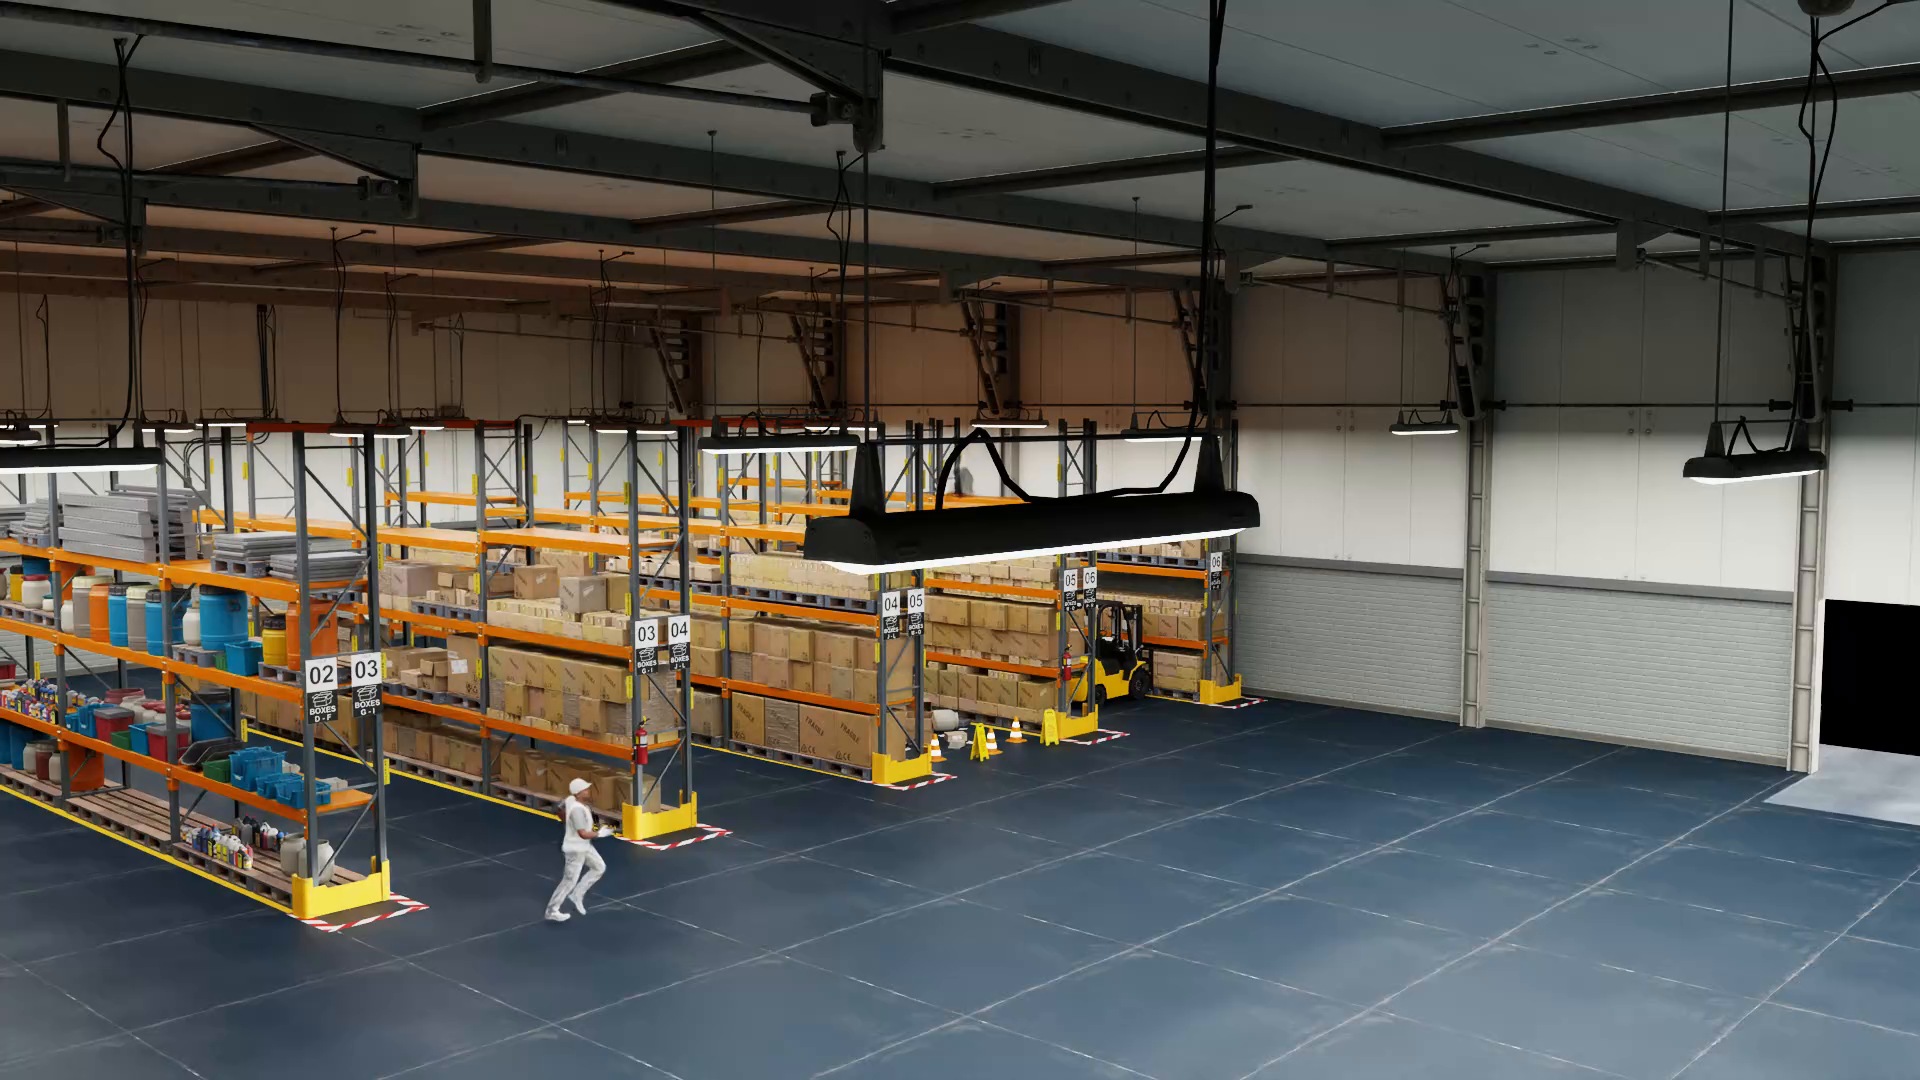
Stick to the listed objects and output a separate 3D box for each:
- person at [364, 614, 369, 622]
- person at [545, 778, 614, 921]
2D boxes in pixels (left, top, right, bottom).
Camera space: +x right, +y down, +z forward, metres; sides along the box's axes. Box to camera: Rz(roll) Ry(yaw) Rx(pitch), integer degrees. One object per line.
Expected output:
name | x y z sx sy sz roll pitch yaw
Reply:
person | -14.215 2.273 39.336 0.901 1.633 0.629 -3 5 -30
person | -4.669 3.765 20.397 0.845 1.731 0.701 -1 5 -10
